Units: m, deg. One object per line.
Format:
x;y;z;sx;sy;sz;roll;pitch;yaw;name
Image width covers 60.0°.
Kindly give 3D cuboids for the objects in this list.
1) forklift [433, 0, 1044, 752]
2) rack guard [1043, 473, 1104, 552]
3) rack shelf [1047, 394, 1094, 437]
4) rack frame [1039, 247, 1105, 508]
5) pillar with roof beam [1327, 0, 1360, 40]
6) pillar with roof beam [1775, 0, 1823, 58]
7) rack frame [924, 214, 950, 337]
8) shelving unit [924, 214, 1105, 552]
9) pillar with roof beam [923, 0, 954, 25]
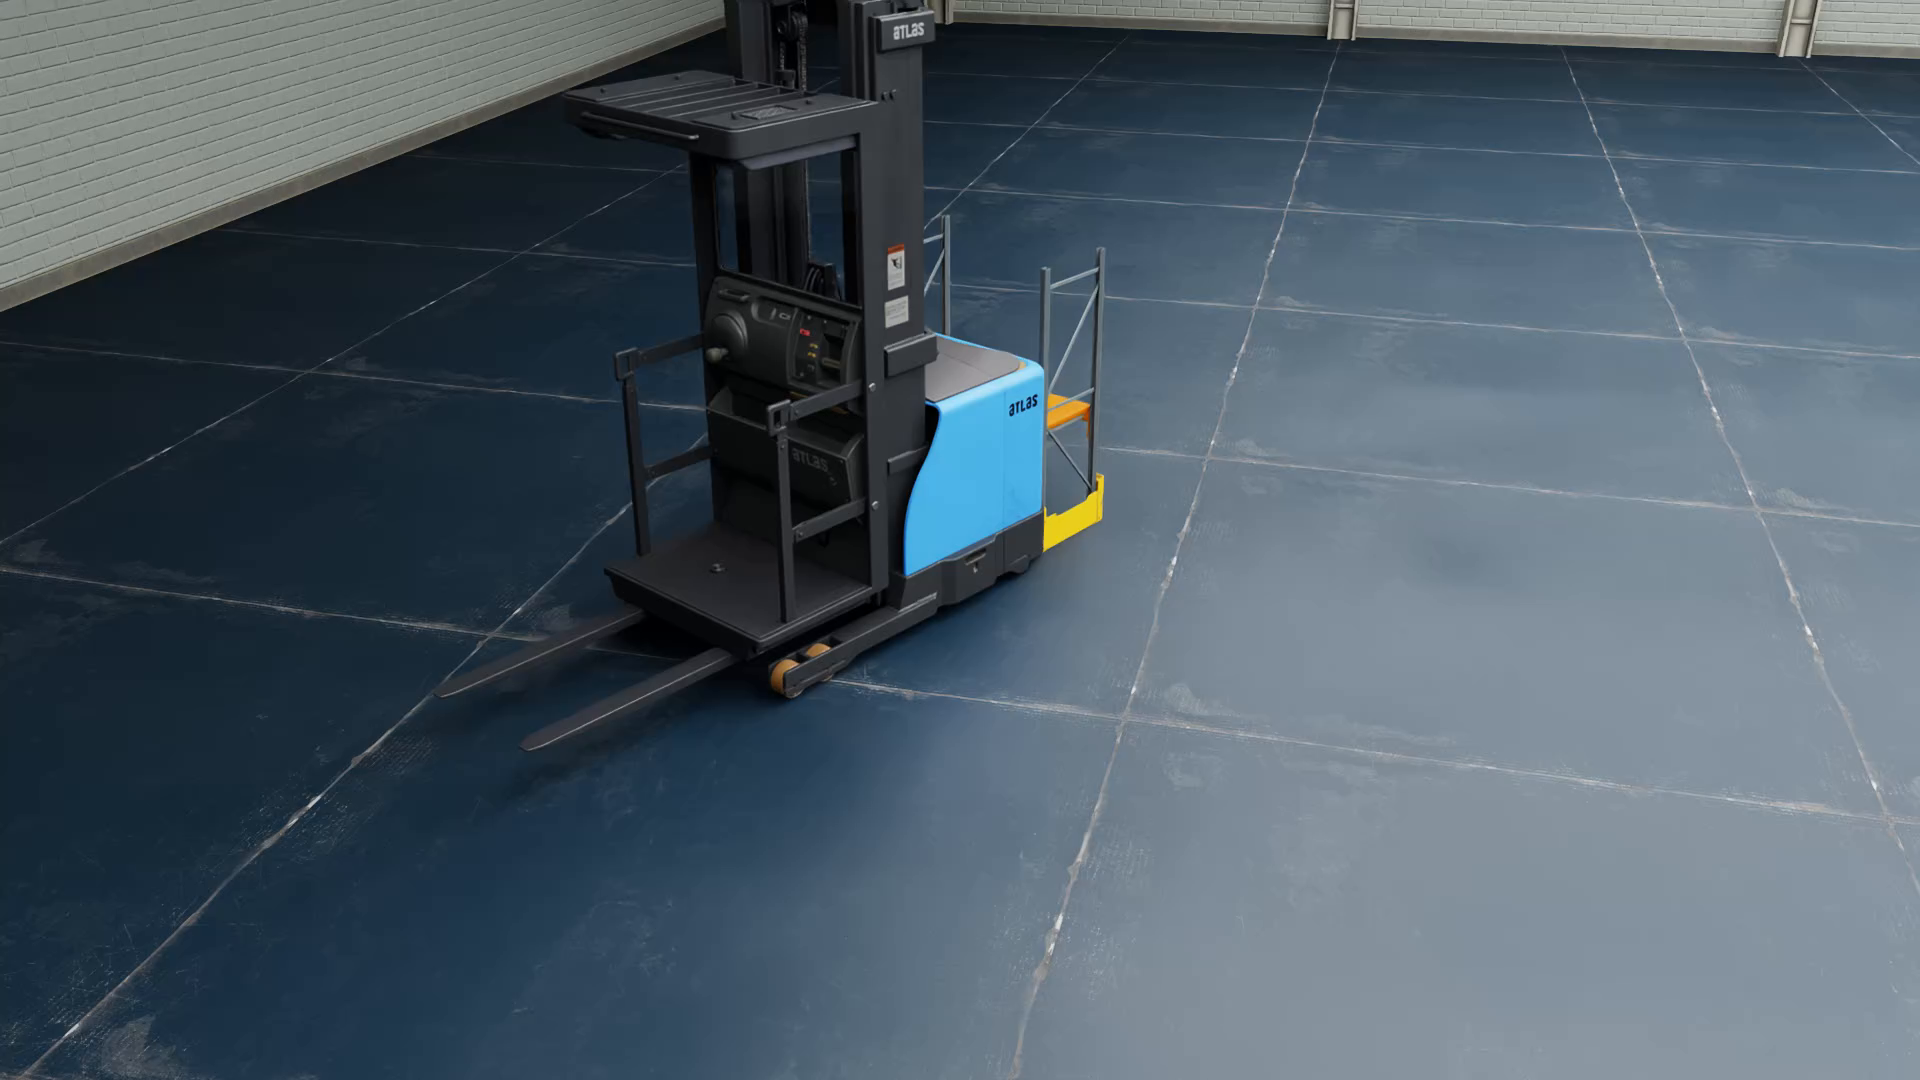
-0.932;-0.876;7.180;1.130;2.935;3.031;21;33;37;forklift
0.558;-0.144;8.762;0.087;0.250;0.587;20;32;35;rack guard
0.167;-0.685;8.862;1.000;0.185;0.538;20;32;35;rack shelf
0.559;-0.708;8.492;0.032;1.500;0.500;20;32;35;rack frame
4.412;-9.489;18.212;0.400;9.000;9.100;6;26;13;pillar with roof beam
10.223;-8.846;16.863;0.400;9.000;9.100;6;26;13;pillar with roof beam
-0.225;-0.987;9.077;0.032;1.500;0.500;20;32;35;rack frame
0.174;-0.845;8.780;1.083;1.500;0.587;20;32;35;shelving unit
-1.399;-10.131;19.561;0.400;9.000;9.100;6;26;13;pillar with roof beam
